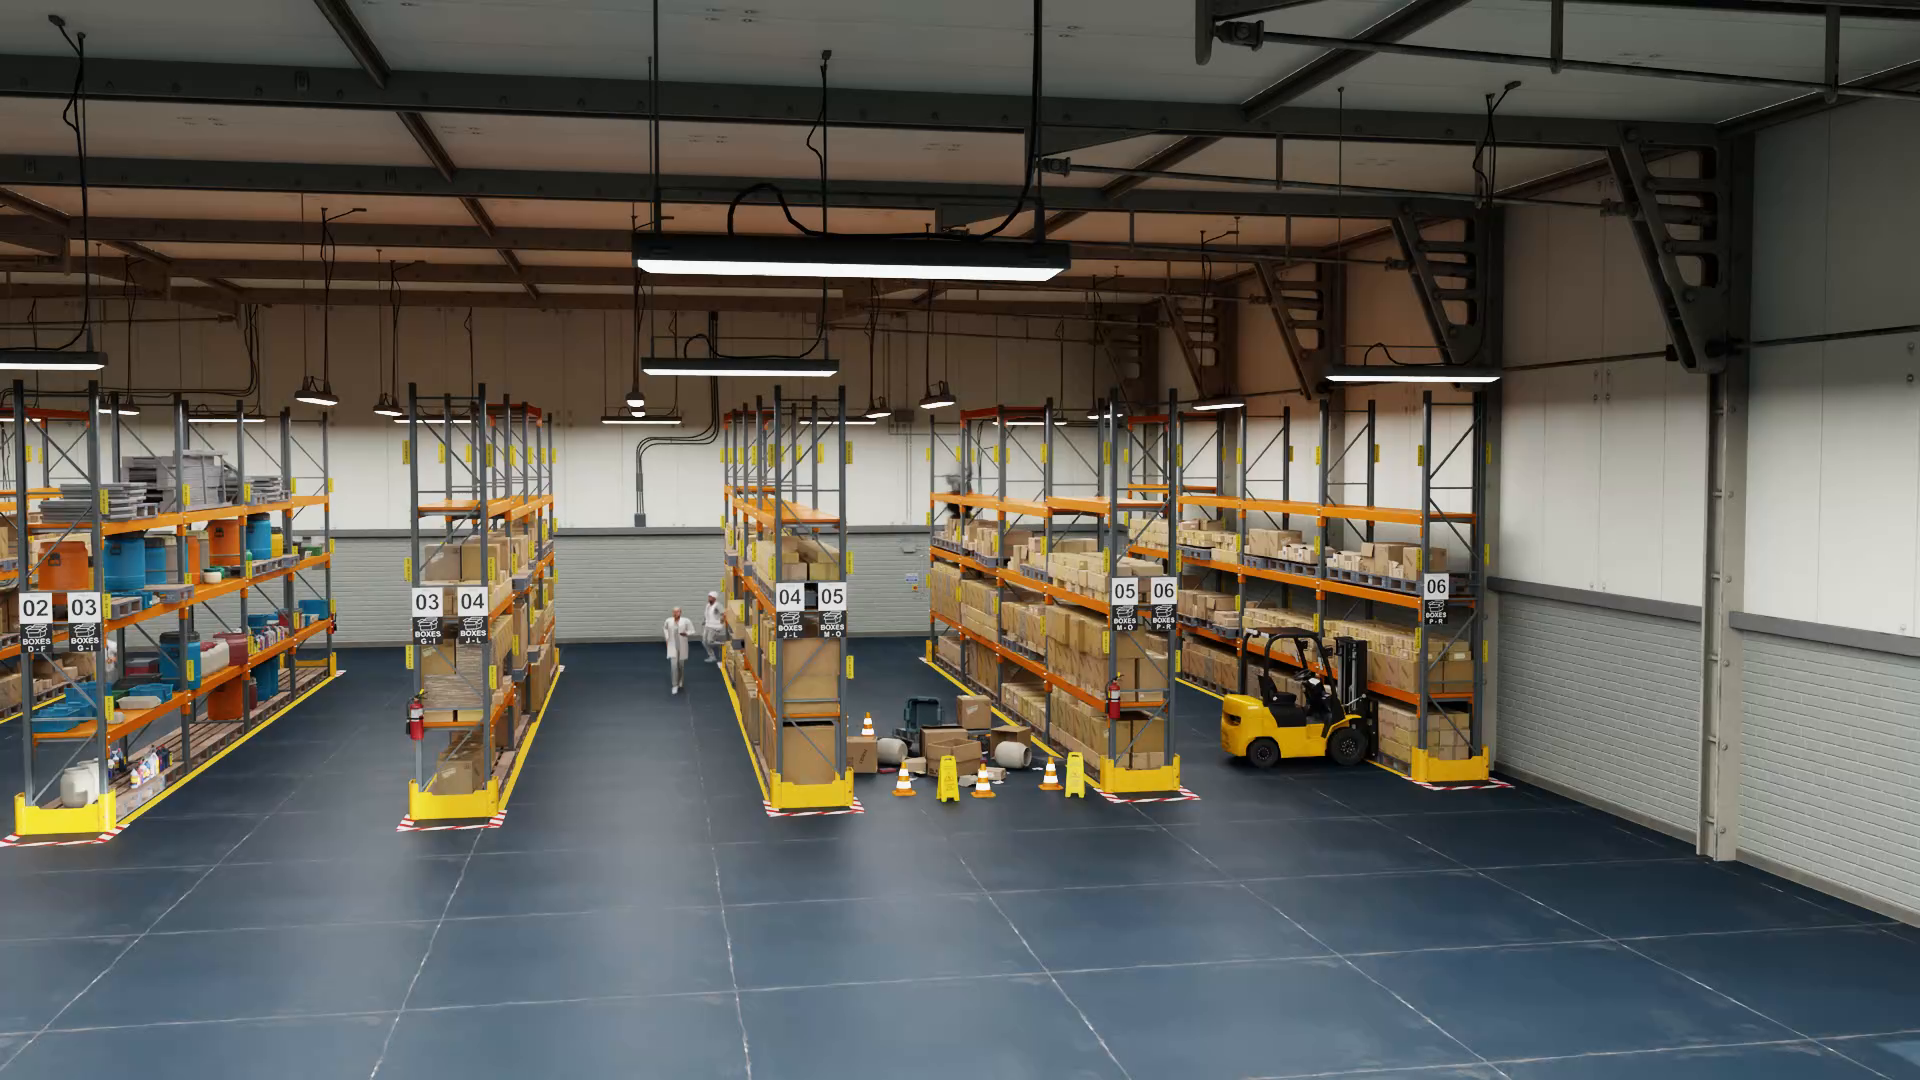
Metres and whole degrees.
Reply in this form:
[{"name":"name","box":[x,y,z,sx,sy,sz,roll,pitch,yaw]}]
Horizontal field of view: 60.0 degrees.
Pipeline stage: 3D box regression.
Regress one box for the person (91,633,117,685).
[{"name":"person","box":[-16.468,2.548,32.099,0.601,1.705,0.815,-1,3,-11]}]

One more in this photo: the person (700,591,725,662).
[{"name":"person","box":[-5.954,2.097,40.394,0.618,1.713,0.712,-3,4,-42]}]

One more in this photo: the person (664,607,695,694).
[{"name":"person","box":[-5.970,2.317,35.365,0.681,1.813,0.981,0,3,-6]}]
